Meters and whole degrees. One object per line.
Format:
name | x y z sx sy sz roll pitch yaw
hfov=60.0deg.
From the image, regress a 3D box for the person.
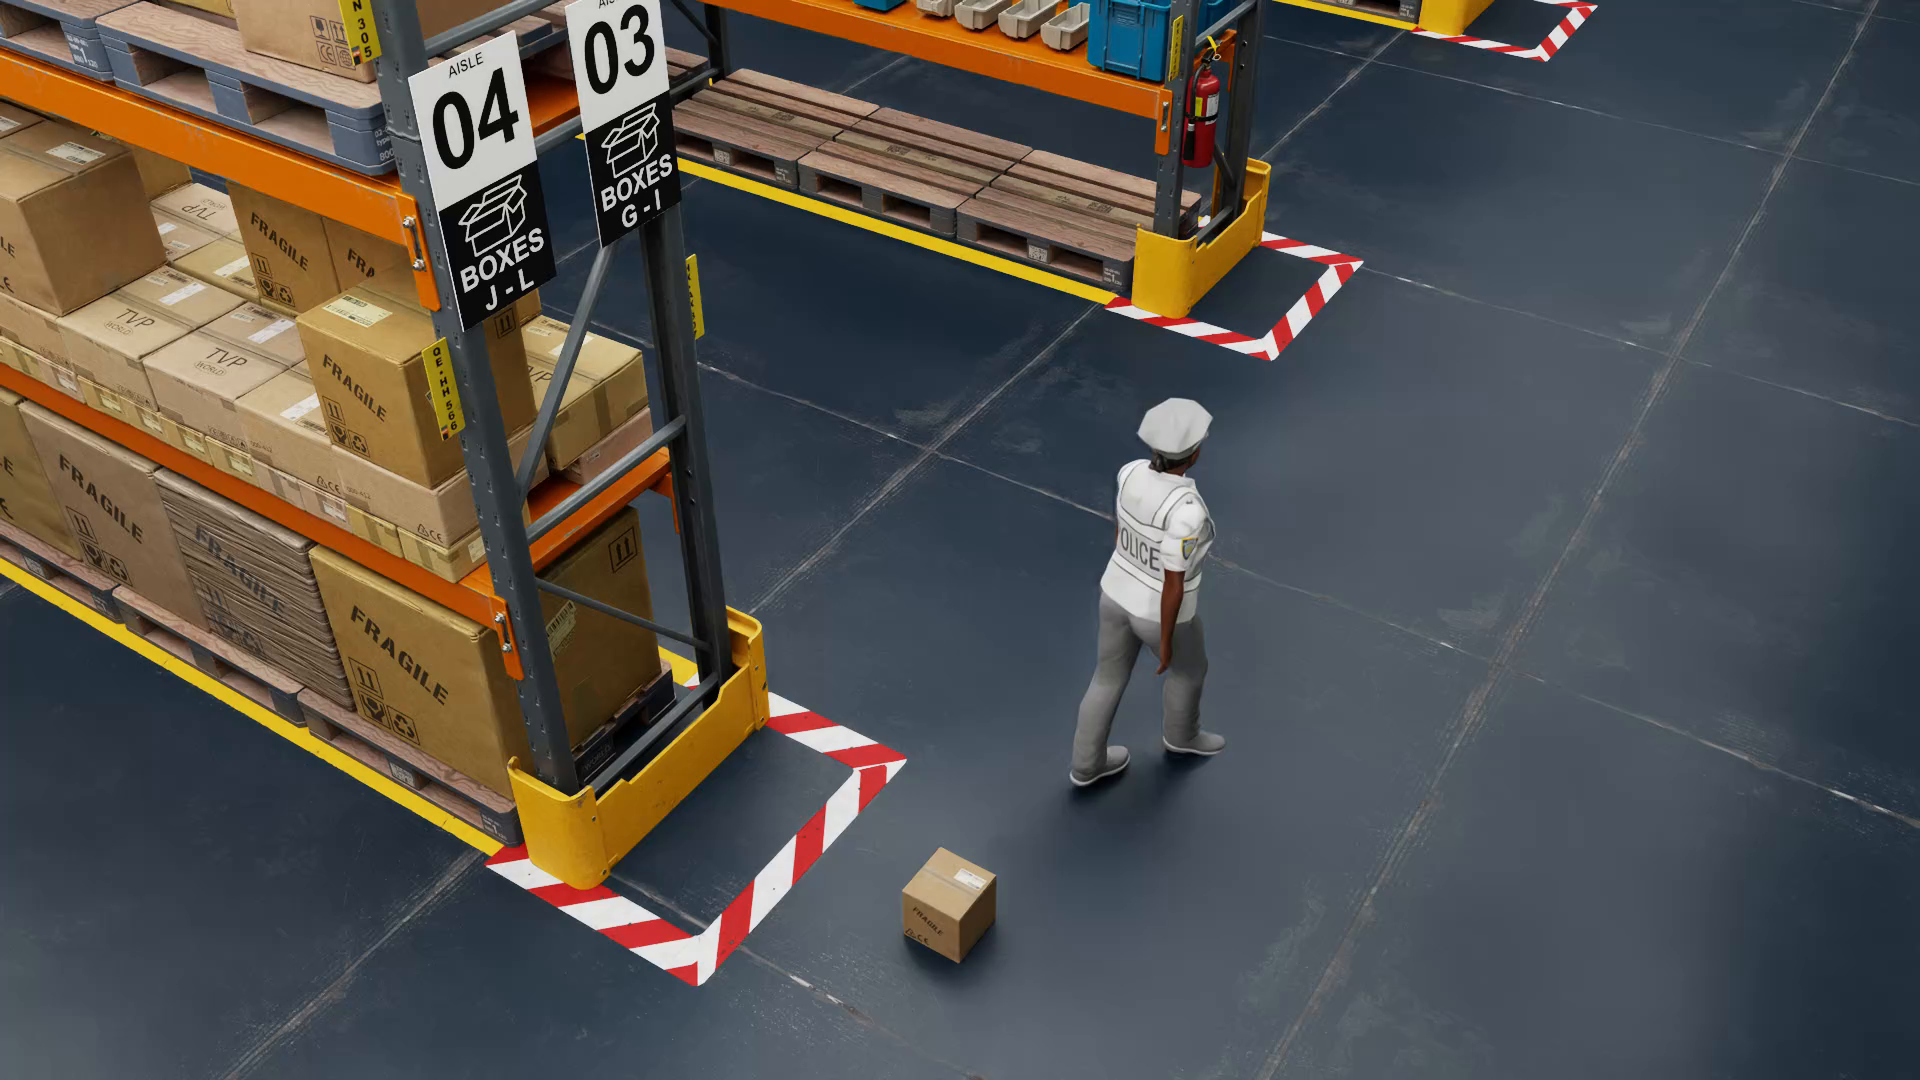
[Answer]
person | 0.727 0.244 6.380 0.697 1.701 0.476 -28 46 -30
